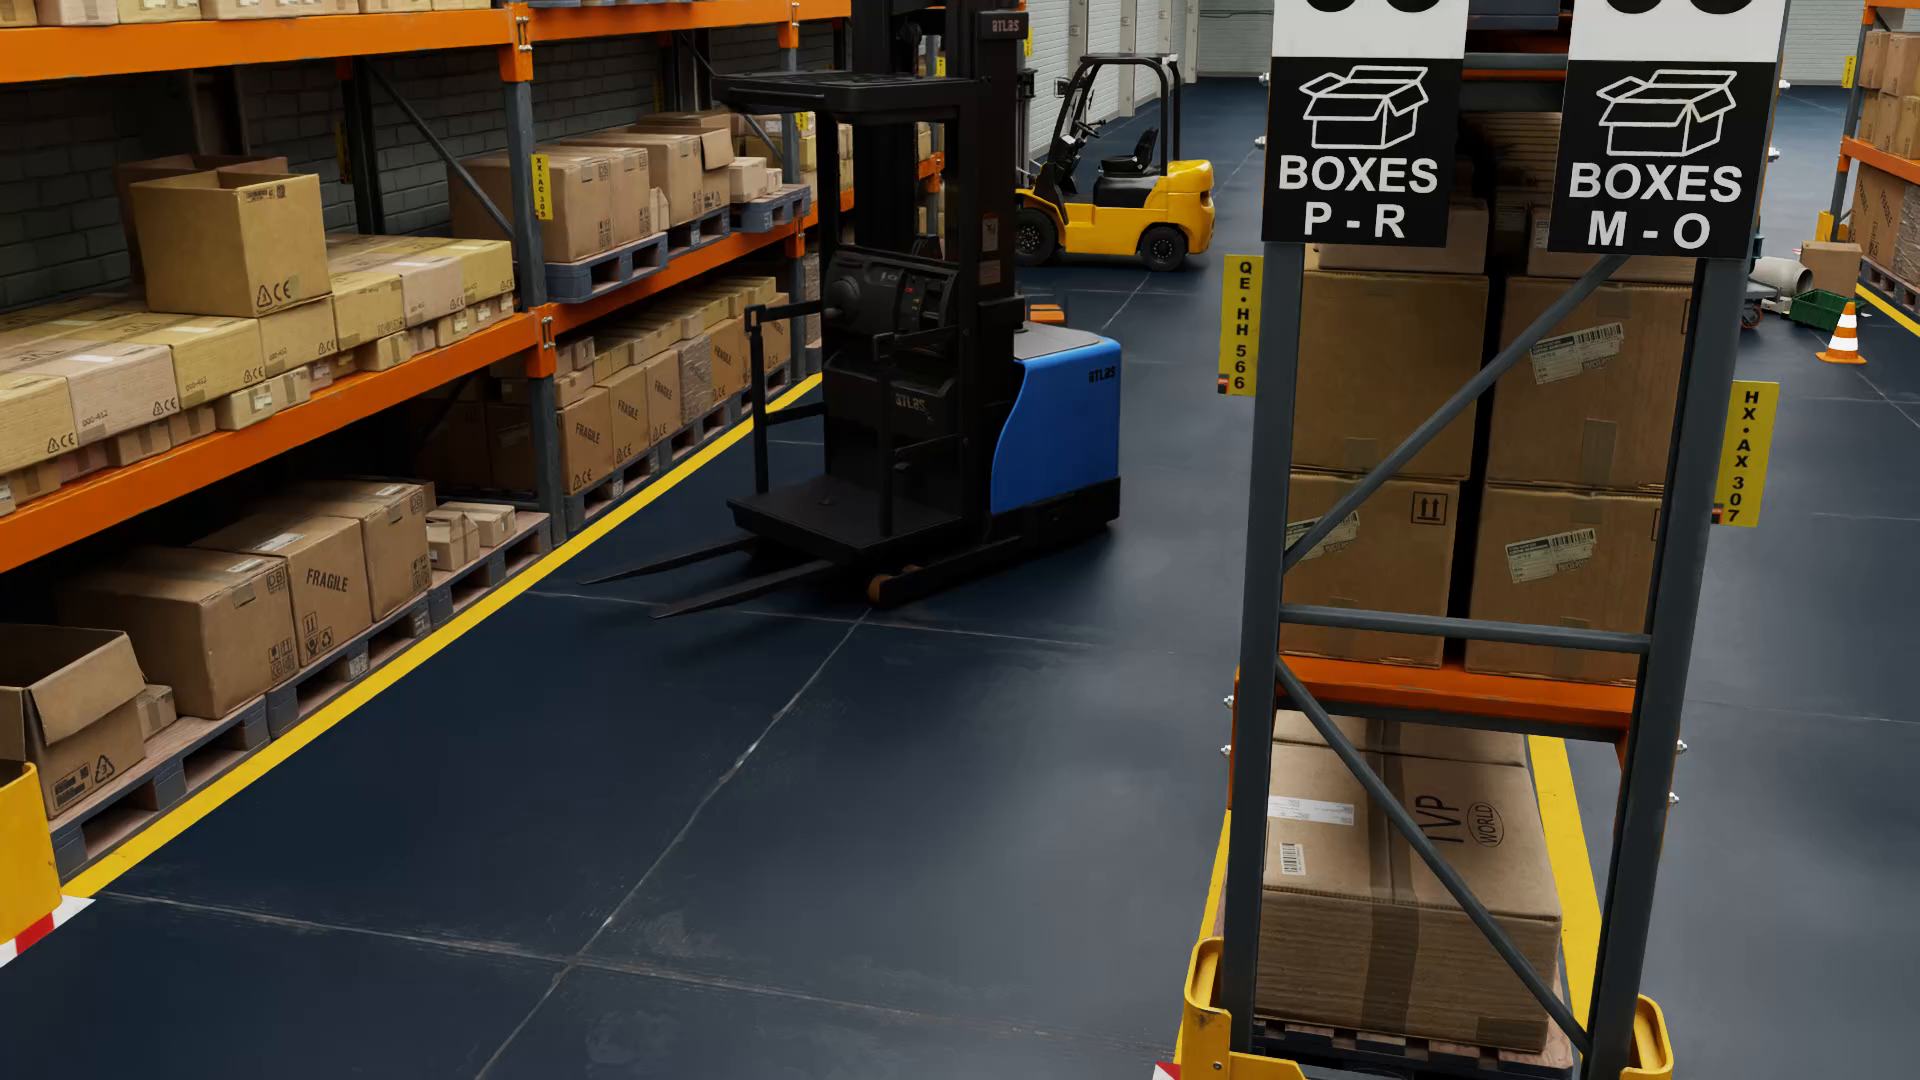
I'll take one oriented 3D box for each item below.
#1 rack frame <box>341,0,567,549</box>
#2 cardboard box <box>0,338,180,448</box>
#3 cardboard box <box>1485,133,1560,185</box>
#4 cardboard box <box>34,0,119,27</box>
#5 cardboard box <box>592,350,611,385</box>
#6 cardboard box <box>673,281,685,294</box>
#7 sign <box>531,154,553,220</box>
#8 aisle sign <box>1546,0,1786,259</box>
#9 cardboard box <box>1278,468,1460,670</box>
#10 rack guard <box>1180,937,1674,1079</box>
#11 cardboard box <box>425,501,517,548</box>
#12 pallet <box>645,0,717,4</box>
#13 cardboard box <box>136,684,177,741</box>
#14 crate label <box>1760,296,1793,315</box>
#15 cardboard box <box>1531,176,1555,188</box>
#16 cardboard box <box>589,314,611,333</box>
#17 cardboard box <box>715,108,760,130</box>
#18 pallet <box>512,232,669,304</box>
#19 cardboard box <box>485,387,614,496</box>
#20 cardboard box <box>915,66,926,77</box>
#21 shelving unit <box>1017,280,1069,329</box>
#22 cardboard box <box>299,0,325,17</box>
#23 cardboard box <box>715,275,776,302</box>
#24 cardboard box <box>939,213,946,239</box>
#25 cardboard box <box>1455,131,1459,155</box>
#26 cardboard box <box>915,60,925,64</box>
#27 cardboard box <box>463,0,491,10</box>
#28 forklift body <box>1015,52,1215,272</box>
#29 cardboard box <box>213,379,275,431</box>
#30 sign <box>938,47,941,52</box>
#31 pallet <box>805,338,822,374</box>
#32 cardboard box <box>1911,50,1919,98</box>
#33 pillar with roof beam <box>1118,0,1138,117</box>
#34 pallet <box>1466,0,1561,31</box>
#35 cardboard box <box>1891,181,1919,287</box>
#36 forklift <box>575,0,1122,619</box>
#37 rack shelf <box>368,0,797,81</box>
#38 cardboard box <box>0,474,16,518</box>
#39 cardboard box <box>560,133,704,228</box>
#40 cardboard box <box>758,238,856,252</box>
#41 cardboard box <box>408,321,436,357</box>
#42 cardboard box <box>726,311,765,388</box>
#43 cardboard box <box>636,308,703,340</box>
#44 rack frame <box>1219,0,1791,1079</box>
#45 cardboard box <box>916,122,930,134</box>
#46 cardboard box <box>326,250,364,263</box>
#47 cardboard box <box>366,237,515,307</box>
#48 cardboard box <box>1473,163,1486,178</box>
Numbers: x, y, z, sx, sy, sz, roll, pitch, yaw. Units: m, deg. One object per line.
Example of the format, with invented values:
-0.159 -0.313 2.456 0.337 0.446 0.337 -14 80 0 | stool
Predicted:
-2.662 -1.430 8.732 1.000 3.000 0.127 5 19 13 | rack frame
-3.145 -0.525 5.855 0.500 0.250 0.500 5 19 14 | cardboard box
1.966 -1.271 5.562 0.380 0.149 0.250 5 19 13 | cardboard box
-3.058 -1.791 5.539 0.380 0.149 0.250 5 20 15 | cardboard box
-2.273 -1.018 9.742 0.380 0.149 0.250 4 19 11 | cardboard box
-2.206 -1.786 11.990 0.380 0.149 0.250 5 20 15 | cardboard box
-2.134 -1.799 8.474 0.100 0.325 0.005 5 19 13 | sign
1.438 -0.970 3.364 0.394 0.787 0.004 5 19 13 | aisle sign
1.036 -0.004 4.405 0.500 0.500 0.500 5 19 14 | cardboard box
1.168 1.405 4.300 1.175 0.500 0.348 5 19 13 | rack guard
-2.514 -0.081 8.546 0.380 0.149 0.250 4 19 12 | cardboard box
-2.185 -3.284 9.813 1.213 0.211 1.003 5 19 13 | pallet
-3.257 0.660 6.375 0.380 0.149 0.250 4 19 11 | cardboard box
7.541 -2.168 15.324 0.298 0.136 0.250 -9 21 -24 | crate label
1.699 -0.862 4.366 0.380 0.149 0.250 5 20 15 | cardboard box
-2.486 -1.376 10.791 0.380 0.149 0.250 4 19 11 | cardboard box
-1.724 -3.323 13.117 0.380 0.149 0.250 5 19 13 | cardboard box
-2.361 -1.581 9.472 1.003 0.211 1.213 5 19 13 | pallet
-2.326 -0.579 9.460 0.500 0.500 0.500 6 20 16 | cardboard box
-0.342 -4.509 16.128 0.380 0.149 0.250 5 20 14 | cardboard box
0.487 -0.922 10.030 0.258 1.200 0.503 -1 19 -4 | shelving unit
-2.814 -2.197 6.726 0.380 0.149 0.250 5 19 14 | cardboard box
-1.560 -1.831 12.123 0.380 0.149 0.250 4 19 11 | cardboard box
-0.290 -3.198 16.742 0.500 0.250 0.500 5 19 13 | cardboard box
1.559 -1.383 5.892 0.380 0.149 0.250 5 19 13 | cardboard box
-0.579 -4.955 17.435 0.380 0.149 0.250 4 19 13 | cardboard box
-2.464 -2.594 7.890 0.380 0.149 0.250 5 19 13 | cardboard box
1.575 -4.051 17.719 2.313 2.155 1.214 5 19 13 | forklift body
-2.930 -0.538 6.511 0.380 0.149 0.250 4 19 12 | cardboard box
-0.267 -5.684 19.725 0.100 0.325 0.005 5 19 13 | sign
-1.446 -1.619 13.600 1.003 0.211 1.213 5 19 13 | pallet
9.463 -4.389 15.493 0.875 0.550 0.500 5 19 13 | cardboard box
7.798 -13.185 33.866 9.100 9.000 0.400 5 19 13 | pillar with roof beam
1.345 -1.396 4.130 1.003 0.211 1.213 5 19 13 | pallet
9.369 -2.855 15.542 0.875 0.875 0.875 5 19 14 | cardboard box
-0.513 -1.241 8.286 3.031 2.935 1.130 -17 25 -41 | forklift
-2.174 -3.136 10.199 1.077 0.370 4.000 5 19 13 | rack shelf
-3.293 -0.138 5.341 0.380 0.149 0.250 5 19 13 | cardboard box
-2.009 -2.218 10.236 0.700 0.500 0.500 5 19 13 | cardboard box
-1.368 -2.158 13.890 0.875 0.625 0.625 5 20 15 | cardboard box
-2.668 -0.944 7.700 0.380 0.149 0.250 5 20 15 | cardboard box
-1.712 -1.394 11.845 0.500 0.500 0.500 4 19 13 | cardboard box
-1.911 -1.418 10.912 0.380 0.149 0.250 4 19 11 | cardboard box
1.171 0.215 3.918 0.949 2.616 0.053 5 19 13 | rack frame
-0.580 -3.929 15.507 0.500 0.250 0.500 4 19 12 | cardboard box
-3.161 -1.208 7.855 0.500 0.250 0.500 4 19 13 | cardboard box
-2.550 -1.321 8.185 0.500 0.250 0.500 5 20 15 | cardboard box
2.057 -1.071 5.981 0.500 0.500 0.500 5 19 14 | cardboard box
